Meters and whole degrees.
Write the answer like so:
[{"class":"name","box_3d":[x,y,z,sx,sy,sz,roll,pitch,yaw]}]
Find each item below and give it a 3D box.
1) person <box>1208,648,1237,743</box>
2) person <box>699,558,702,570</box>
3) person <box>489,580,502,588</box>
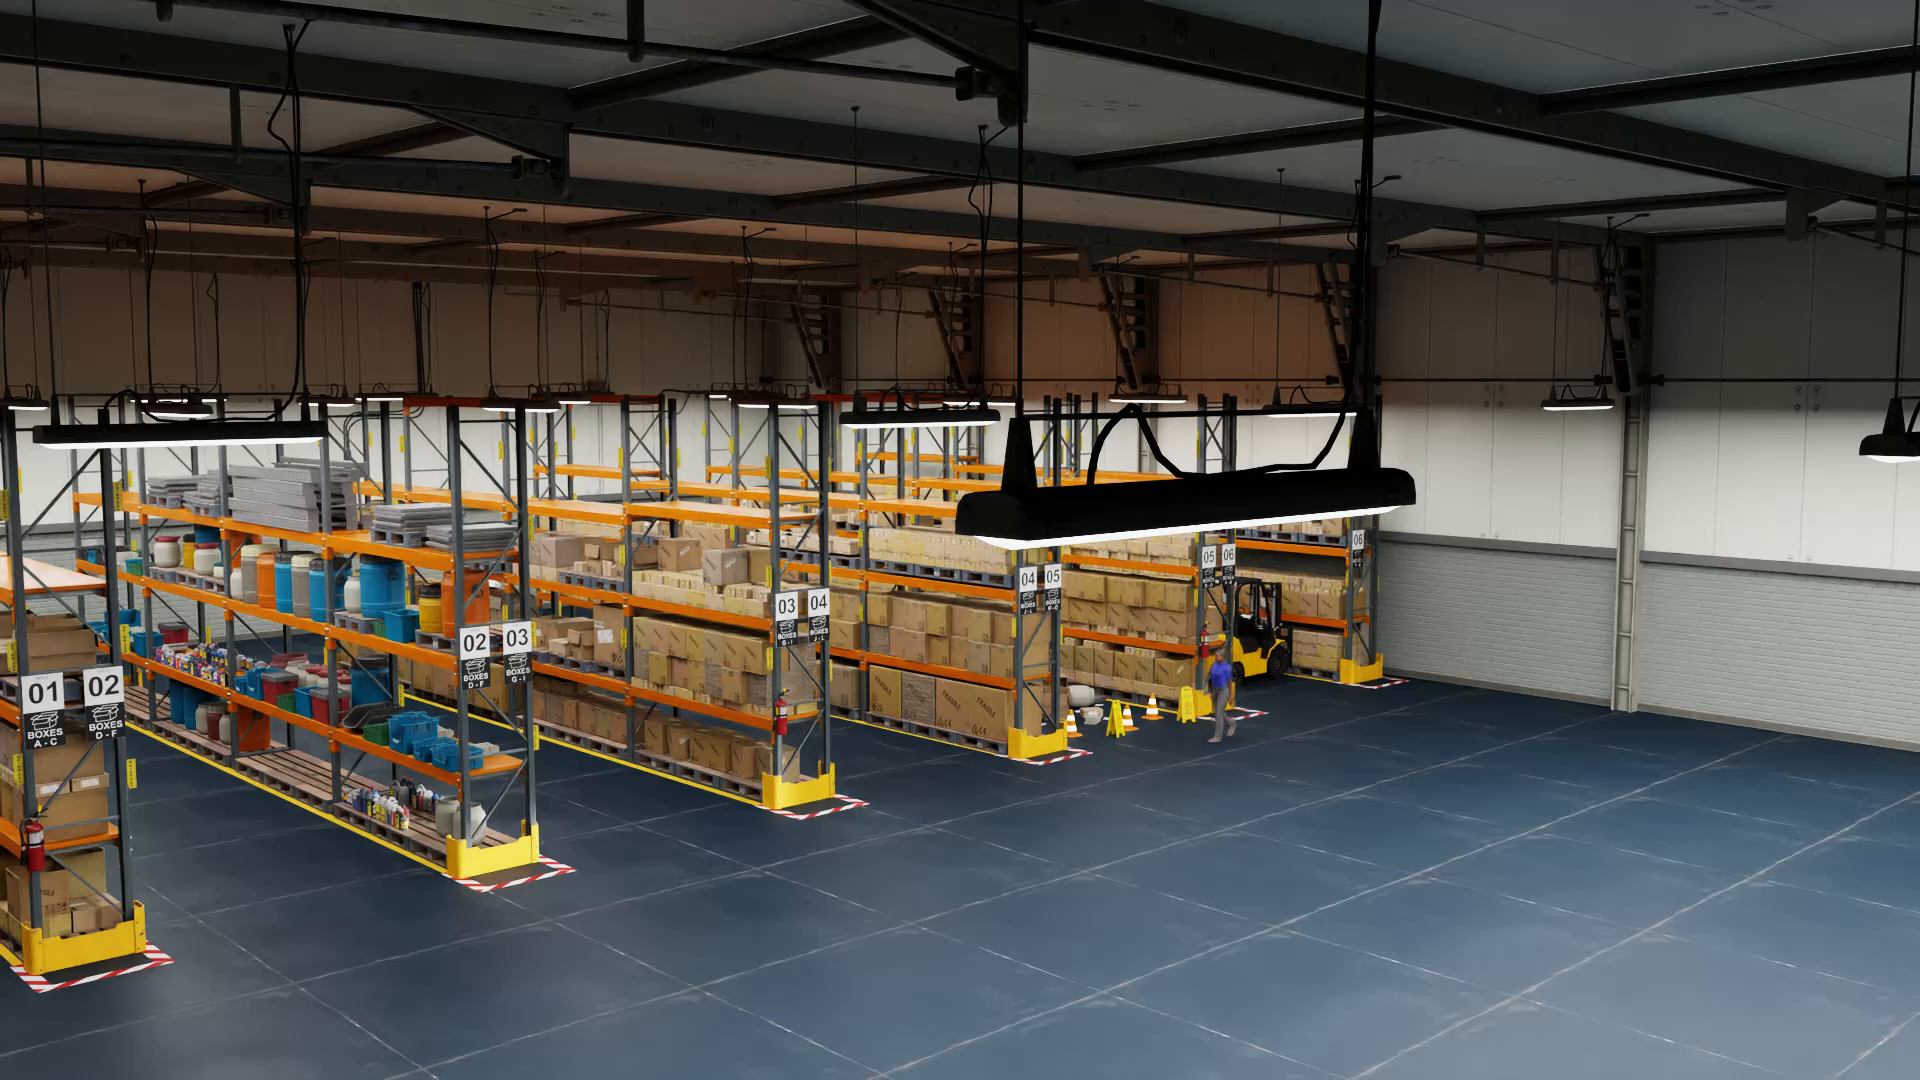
[{"class":"person","box_3d":[4.624,2.697,29.179,0.762,1.632,0.523,-3,6,-29]},{"class":"person","box_3d":[-7.552,0.911,46.994,0.585,1.703,1.057,0,6,-4]},{"class":"person","box_3d":[-11.392,1.509,40.809,1.186,1.702,0.522,-5,7,-39]}]
